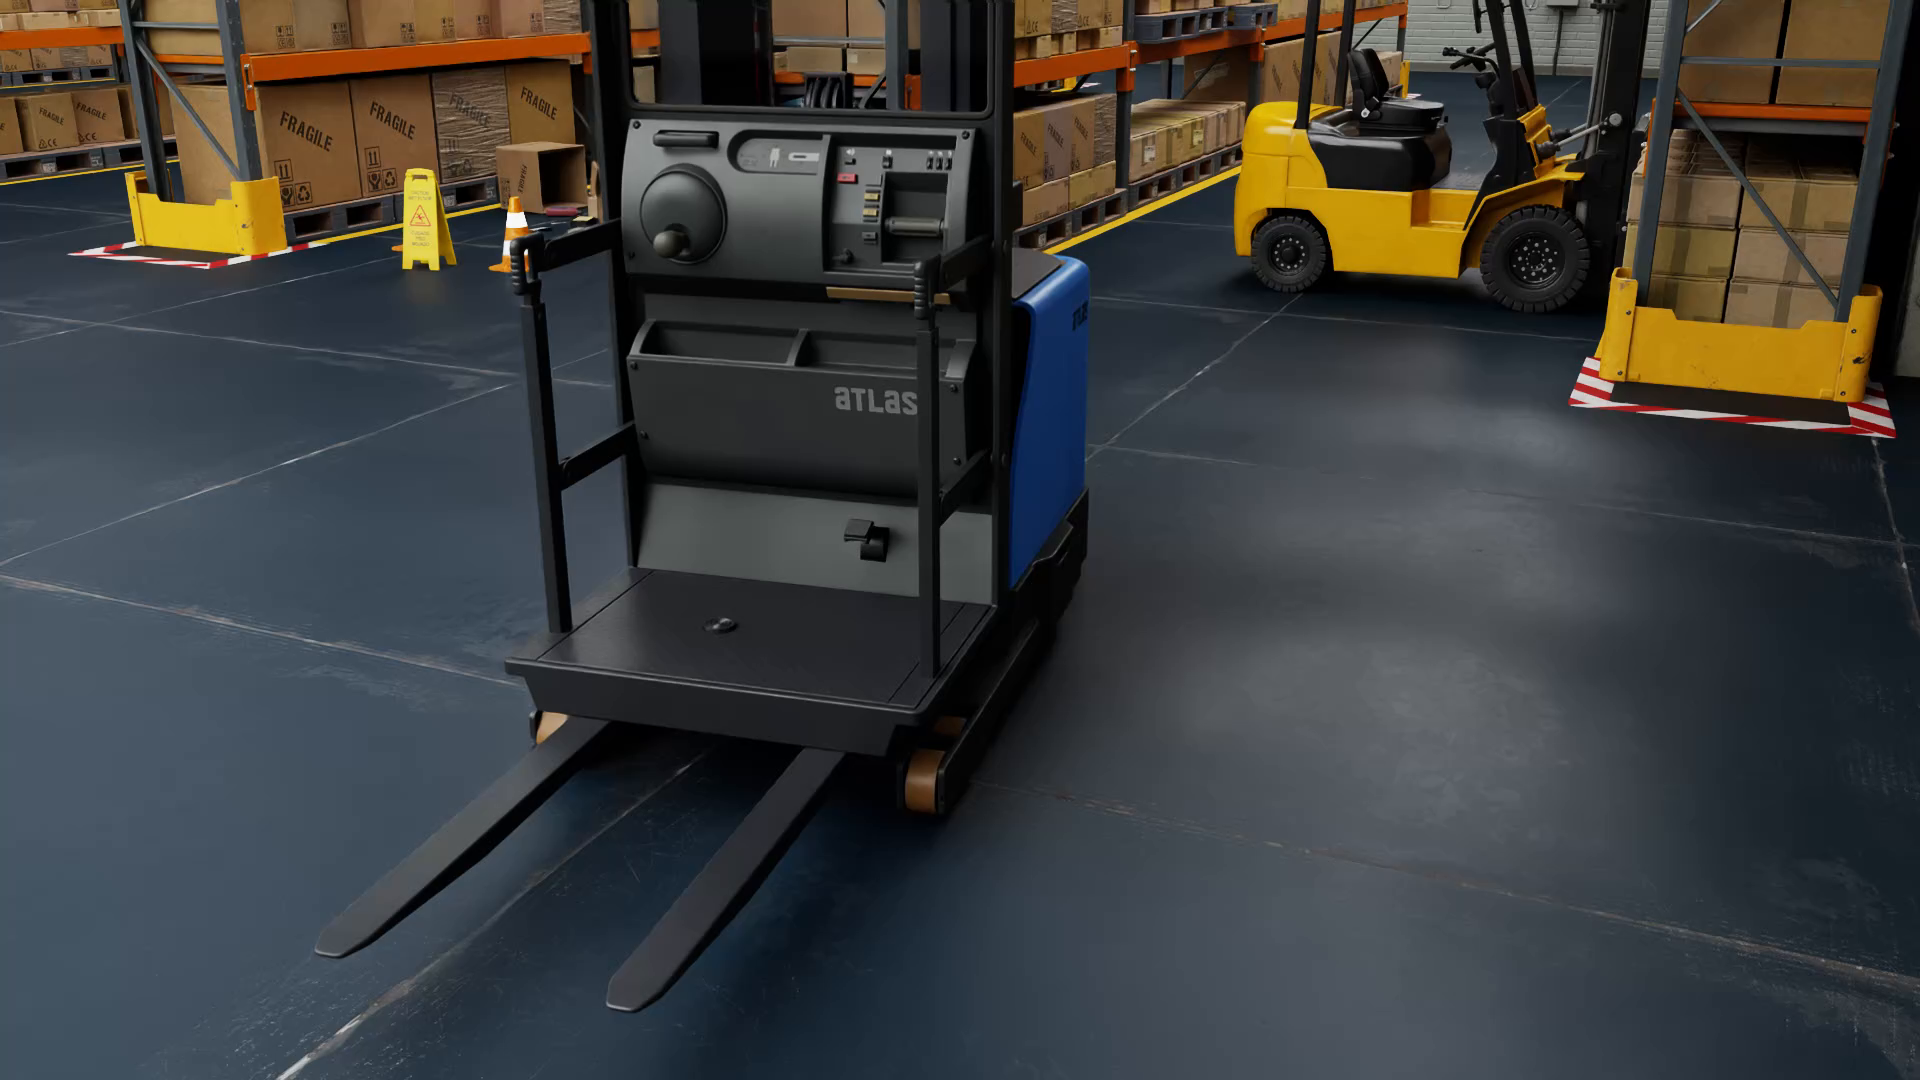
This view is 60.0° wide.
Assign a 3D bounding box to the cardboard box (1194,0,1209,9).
[{"bbox_3d":[1.941,-4.689,14.426,0.380,0.149,0.250,9,22,25],"label":"cardboard box"}]

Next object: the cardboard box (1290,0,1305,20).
[{"bbox_3d":[3.350,-5.676,17.675,0.500,0.250,0.500,9,22,24],"label":"cardboard box"}]

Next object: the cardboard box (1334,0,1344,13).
[{"bbox_3d":[4.190,-6.293,19.410,0.500,0.250,0.500,8,21,21],"label":"cardboard box"}]

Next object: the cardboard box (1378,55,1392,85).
[{"bbox_3d":[5.235,-6.252,22.269,0.875,0.438,0.875,9,22,24],"label":"cardboard box"}]

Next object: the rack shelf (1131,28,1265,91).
[{"bbox_3d":[1.686,-4.362,14.831,1.077,0.370,4.000,9,21,23],"label":"rack shelf"}]

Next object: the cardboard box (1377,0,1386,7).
[{"bbox_3d":[5.205,-7.152,21.452,0.500,0.500,0.500,9,22,24],"label":"cardboard box"}]

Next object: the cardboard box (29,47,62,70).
[{"bbox_3d":[-14.496,-7.636,26.037,0.500,0.500,0.500,8,21,21],"label":"cardboard box"}]

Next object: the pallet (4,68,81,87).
[{"bbox_3d":[-14.731,-7.313,26.218,1.003,0.211,1.213,9,21,23],"label":"pallet"}]

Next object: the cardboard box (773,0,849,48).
[{"bbox_3d":[-0.800,-3.258,10.059,0.500,0.500,0.500,8,21,22],"label":"cardboard box"}]

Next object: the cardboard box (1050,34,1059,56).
[{"bbox_3d":[0.469,-3.446,11.557,0.380,0.149,0.250,8,21,22],"label":"cardboard box"}]

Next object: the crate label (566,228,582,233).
[{"bbox_3d":[-2.658,-2.124,11.736,0.250,0.136,0.298,-2,20,-5],"label":"crate label"}]

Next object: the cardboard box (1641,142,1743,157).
[{"bbox_3d":[4.065,-2.056,9.259,0.500,0.250,0.500,9,21,23],"label":"cardboard box"}]

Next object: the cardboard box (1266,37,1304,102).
[{"bbox_3d":[3.233,-4.981,18.042,0.875,0.875,0.875,9,21,23],"label":"cardboard box"}]

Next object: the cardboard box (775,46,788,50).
[{"bbox_3d":[-2.011,-5.579,19.164,0.500,0.250,0.500,8,21,21],"label":"cardboard box"}]

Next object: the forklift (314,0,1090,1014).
[{"bbox_3d":[-0.474,-0.852,3.991,1.130,2.935,3.031,6,20,15],"label":"forklift"}]

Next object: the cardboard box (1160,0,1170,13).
[{"bbox_3d":[1.492,-4.370,13.527,0.380,0.149,0.250,9,21,24],"label":"cardboard box"}]

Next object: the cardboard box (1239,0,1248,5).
[{"bbox_3d":[2.480,-5.084,15.537,0.380,0.149,0.250,8,21,22],"label":"cardboard box"}]

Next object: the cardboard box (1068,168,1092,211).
[{"bbox_3d":[0.662,-2.610,12.308,0.500,0.250,0.500,8,21,21],"label":"cardboard box"}]

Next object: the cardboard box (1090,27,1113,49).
[{"bbox_3d":[0.918,-3.754,12.422,0.380,0.149,0.250,9,22,24],"label":"cardboard box"}]

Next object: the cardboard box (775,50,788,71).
[{"bbox_3d":[-2.383,-4.925,18.070,1.050,0.750,0.750,8,21,22],"label":"cardboard box"}]

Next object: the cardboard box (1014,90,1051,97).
[{"bbox_3d":[0.379,-3.202,12.853,0.500,0.500,0.500,10,22,25],"label":"cardboard box"}]

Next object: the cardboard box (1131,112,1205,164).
[{"bbox_3d":[1.654,-3.643,15.031,0.950,0.372,0.625,9,22,24],"label":"cardboard box"}]

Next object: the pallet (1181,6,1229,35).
[{"bbox_3d":[1.732,-4.611,14.744,1.003,0.211,1.213,9,21,23],"label":"pallet"}]

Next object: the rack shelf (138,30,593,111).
[{"bbox_3d":[-4.509,-3.787,13.216,1.077,0.370,4.000,9,21,23],"label":"rack shelf"}]

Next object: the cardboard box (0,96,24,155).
[{"bbox_3d":[-9.053,-3.811,15.313,0.500,0.500,0.500,11,22,28],"label":"cardboard box"}]

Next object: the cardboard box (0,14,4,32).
[{"bbox_3d":[-8.775,-4.608,14.824,0.380,0.149,0.250,9,21,23],"label":"cardboard box"}]

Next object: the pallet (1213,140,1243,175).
[{"bbox_3d":[2.184,-3.760,16.226,1.003,0.211,1.213,9,21,23],"label":"pallet"}]

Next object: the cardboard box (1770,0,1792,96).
[{"bbox_3d":[4.409,-2.510,8.399,0.500,0.500,0.500,9,22,24],"label":"cardboard box"}]

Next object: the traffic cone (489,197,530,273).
[{"bbox_3d":[-2.923,-2.028,10.981,0.336,0.463,0.334,9,21,23],"label":"traffic cone"}]

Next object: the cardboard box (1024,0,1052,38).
[{"bbox_3d":[0.294,-3.632,11.112,0.500,0.500,0.500,8,21,22],"label":"cardboard box"}]

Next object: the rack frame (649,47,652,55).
[{"bbox_3d":[-4.898,-7.895,23.691,1.000,3.000,0.127,9,21,23],"label":"rack frame"}]

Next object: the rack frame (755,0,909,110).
[{"bbox_3d":[-0.771,-2.867,9.553,1.000,3.000,0.127,9,21,23],"label":"rack frame"}]

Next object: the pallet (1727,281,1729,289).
[{"bbox_3d":[4.535,-1.484,9.827,1.003,0.211,1.213,9,21,23],"label":"pallet"}]

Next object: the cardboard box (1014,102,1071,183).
[{"bbox_3d":[0.455,-2.816,11.767,0.500,0.500,0.500,10,22,26],"label":"cardboard box"}]

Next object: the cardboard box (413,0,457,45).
[{"bbox_3d":[-4.489,-4.198,13.073,0.875,0.550,0.500,9,21,23],"label":"cardboard box"}]

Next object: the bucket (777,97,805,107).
[{"bbox_3d":[-1.642,-3.554,14.102,0.726,0.611,0.620,18,16,41],"label":"bucket"}]

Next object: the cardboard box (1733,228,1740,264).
[{"bbox_3d":[4.337,-1.595,8.707,0.500,0.250,0.500,8,21,22],"label":"cardboard box"}]

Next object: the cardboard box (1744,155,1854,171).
[{"bbox_3d":[4.330,-1.834,8.635,0.500,0.250,0.500,9,21,23],"label":"cardboard box"}]

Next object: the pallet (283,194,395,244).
[{"bbox_3d":[-5.072,-2.456,12.561,1.003,0.211,1.213,9,21,23],"label":"pallet"}]

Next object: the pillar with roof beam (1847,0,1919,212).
[{"bbox_3d":[3.396,-7.527,13.705,9.100,9.000,0.400,9,21,23],"label":"pillar with roof beam"}]

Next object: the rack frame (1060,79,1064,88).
[{"bbox_3d":[1.224,-8.406,25.129,1.000,3.000,0.127,9,21,23],"label":"rack frame"}]

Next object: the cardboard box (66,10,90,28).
[{"bbox_3d":[-8.485,-4.931,15.734,0.380,0.149,0.250,9,21,23],"label":"cardboard box"}]

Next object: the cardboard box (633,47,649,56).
[{"bbox_3d":[-5.142,-6.893,23.419,1.225,0.875,0.875,9,21,23],"label":"cardboard box"}]

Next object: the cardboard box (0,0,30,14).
[{"bbox_3d":[-9.006,-5.046,15.087,0.875,0.500,0.500,9,21,23],"label":"cardboard box"}]

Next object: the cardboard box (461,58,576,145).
[{"bbox_3d":[-4.011,-3.752,14.586,0.875,0.875,0.875,9,21,24],"label":"cardboard box"}]

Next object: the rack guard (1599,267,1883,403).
[{"bbox_3d":[3.750,-1.002,8.039,1.175,0.500,0.348,9,21,23],"label":"rack guard"}]
